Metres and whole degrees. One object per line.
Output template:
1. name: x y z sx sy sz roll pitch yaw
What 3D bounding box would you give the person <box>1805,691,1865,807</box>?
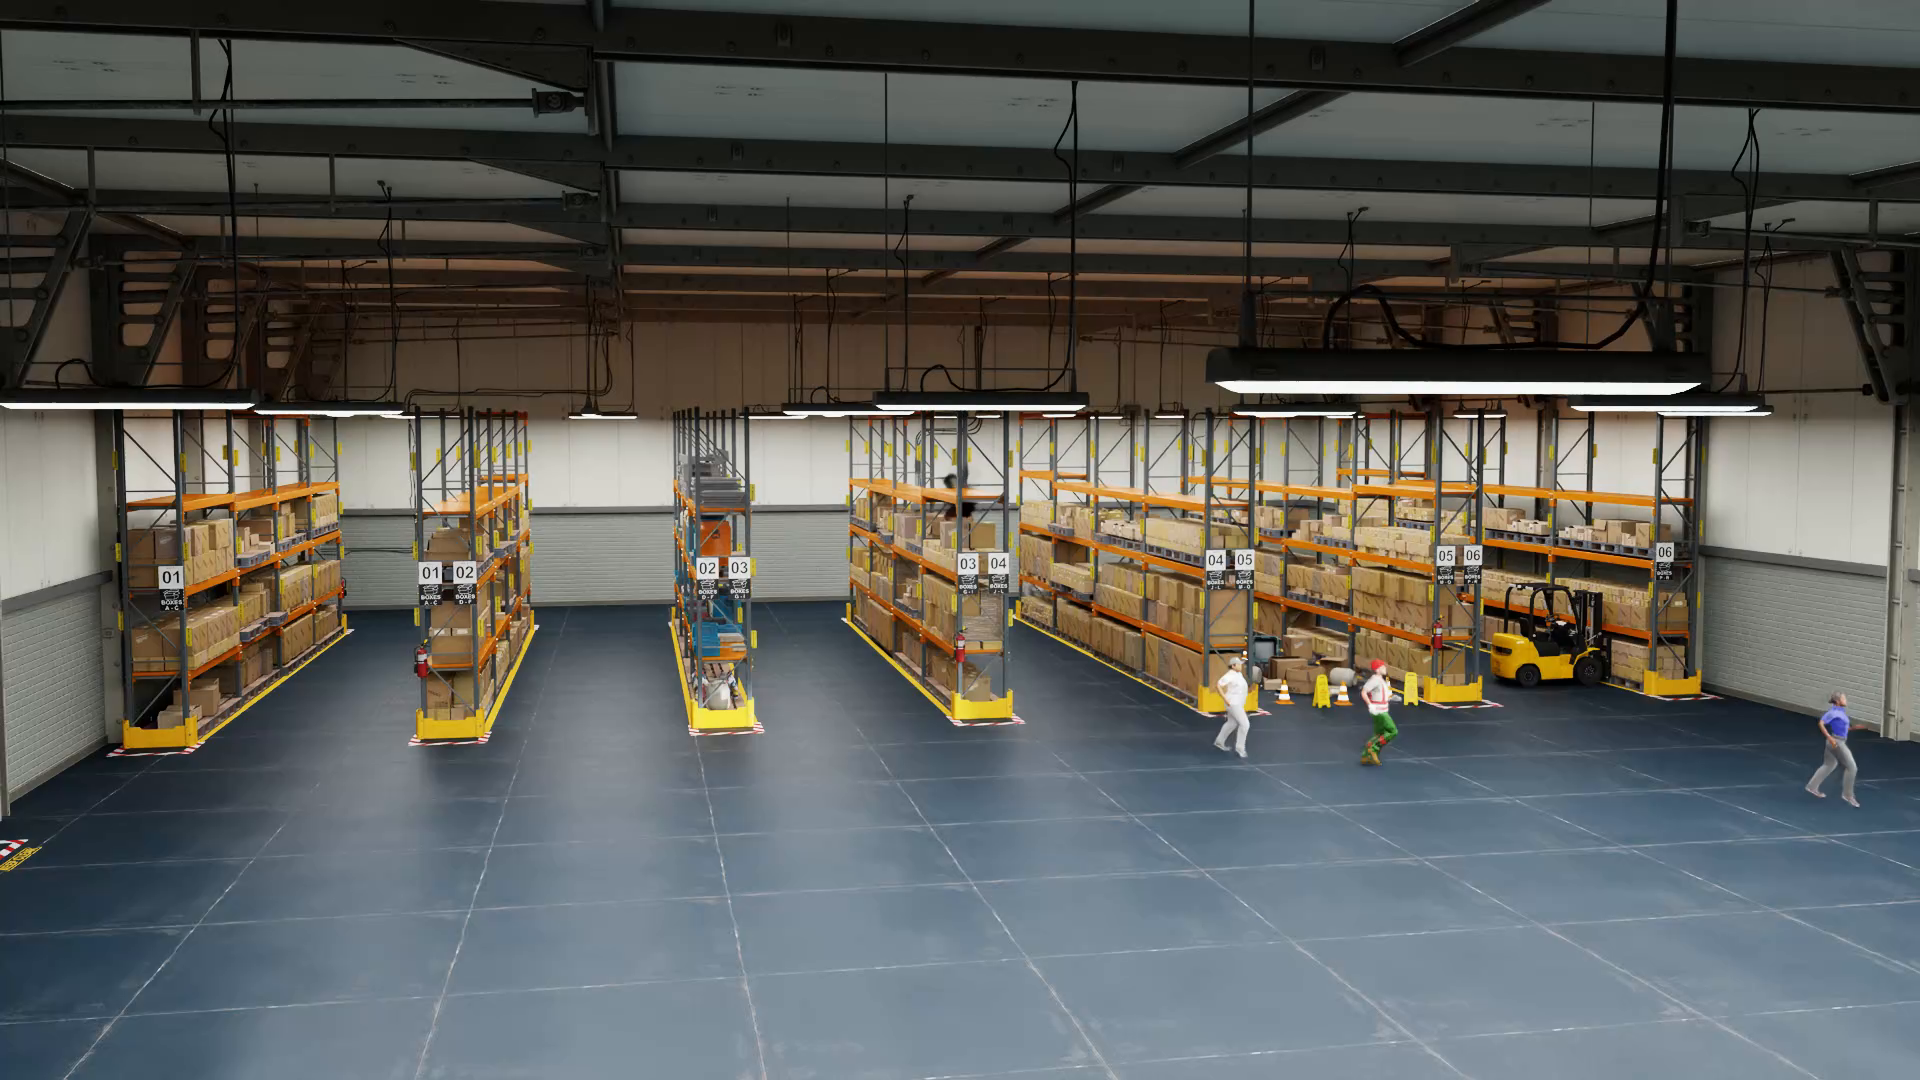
1. person: 13.129 3.122 24.943 0.778 1.718 0.549 2 4 25

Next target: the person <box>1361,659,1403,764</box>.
1. person: 7.022 2.859 27.673 0.650 1.743 0.646 1 4 20

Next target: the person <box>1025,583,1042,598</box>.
1. person: 2.311 1.299 50.000 0.983 1.811 0.723 -1 4 -17

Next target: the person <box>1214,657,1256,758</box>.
1. person: 4.706 2.869 28.552 0.750 1.729 0.577 2 4 24
